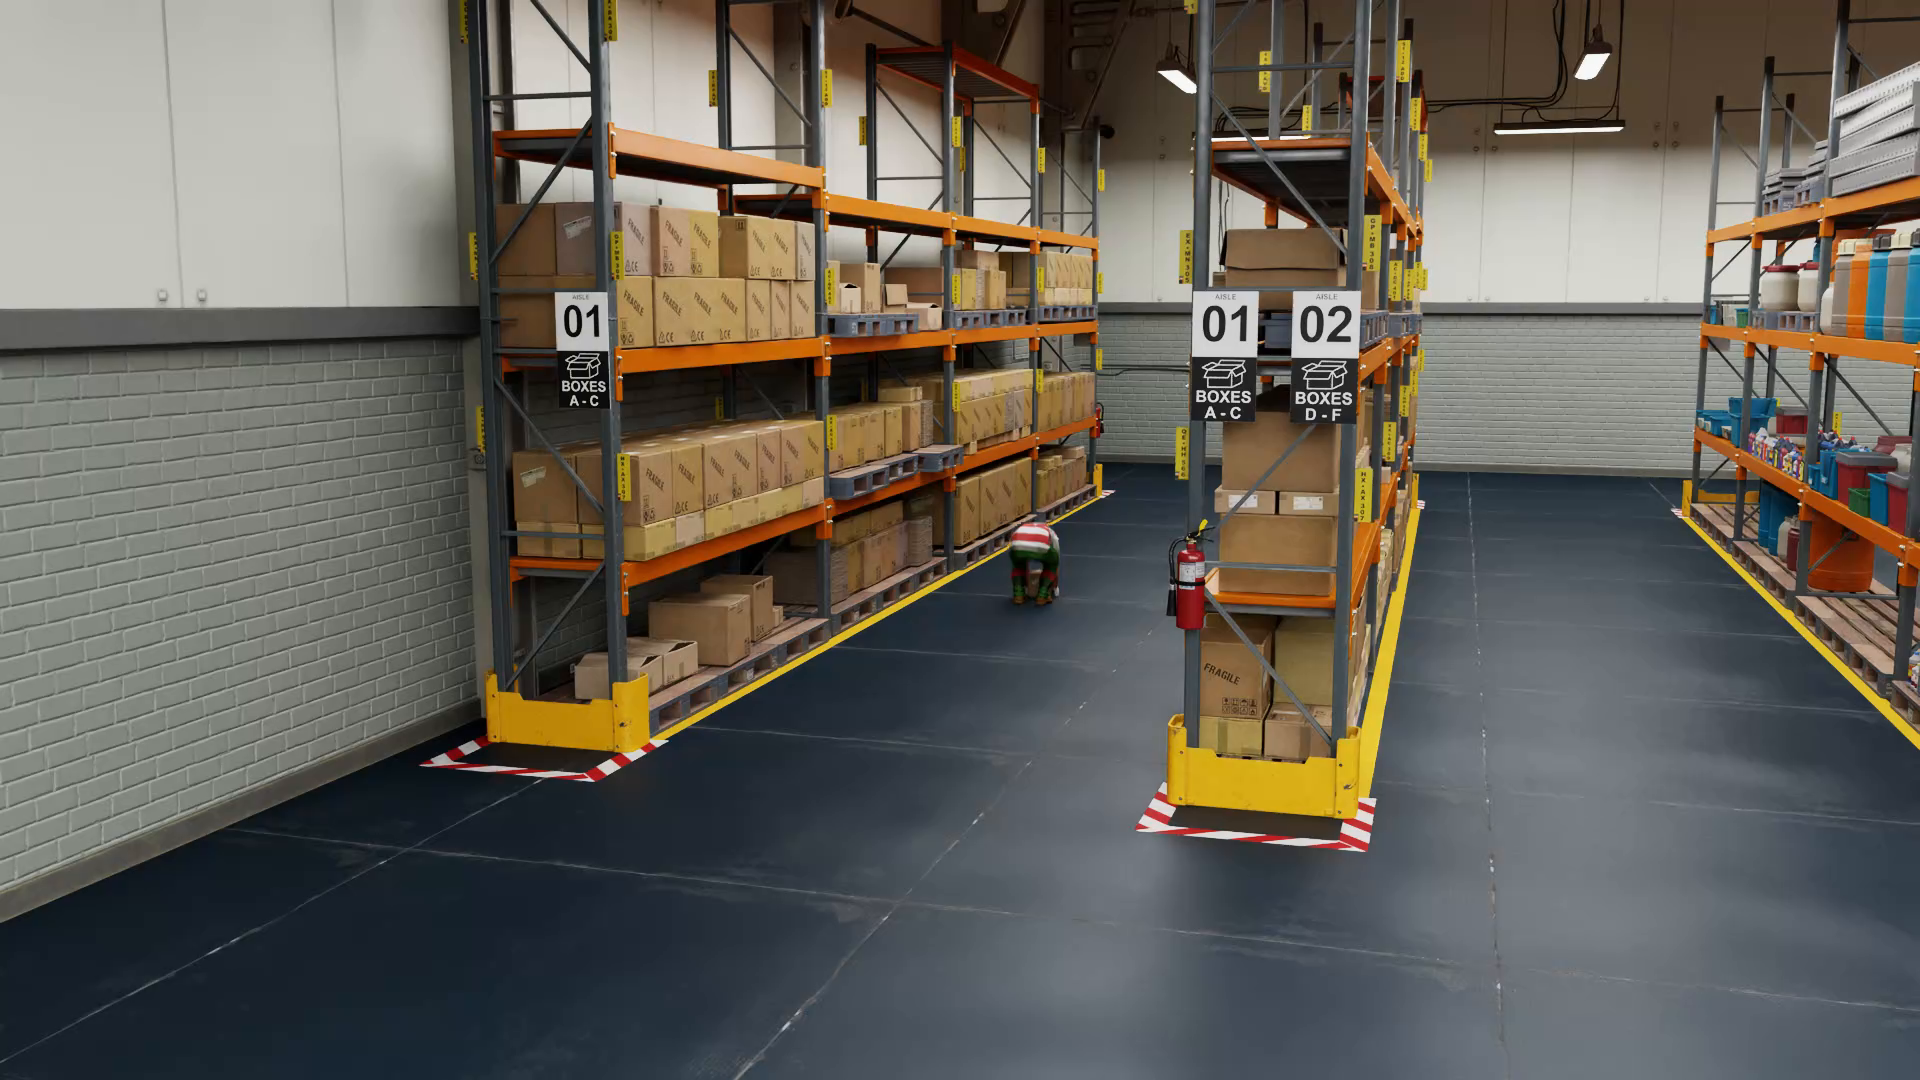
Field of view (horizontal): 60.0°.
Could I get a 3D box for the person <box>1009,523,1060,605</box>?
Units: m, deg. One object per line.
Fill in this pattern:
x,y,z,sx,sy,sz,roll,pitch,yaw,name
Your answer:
0.795,0.228,17.551,0.533,0.869,0.965,2,8,14,person
